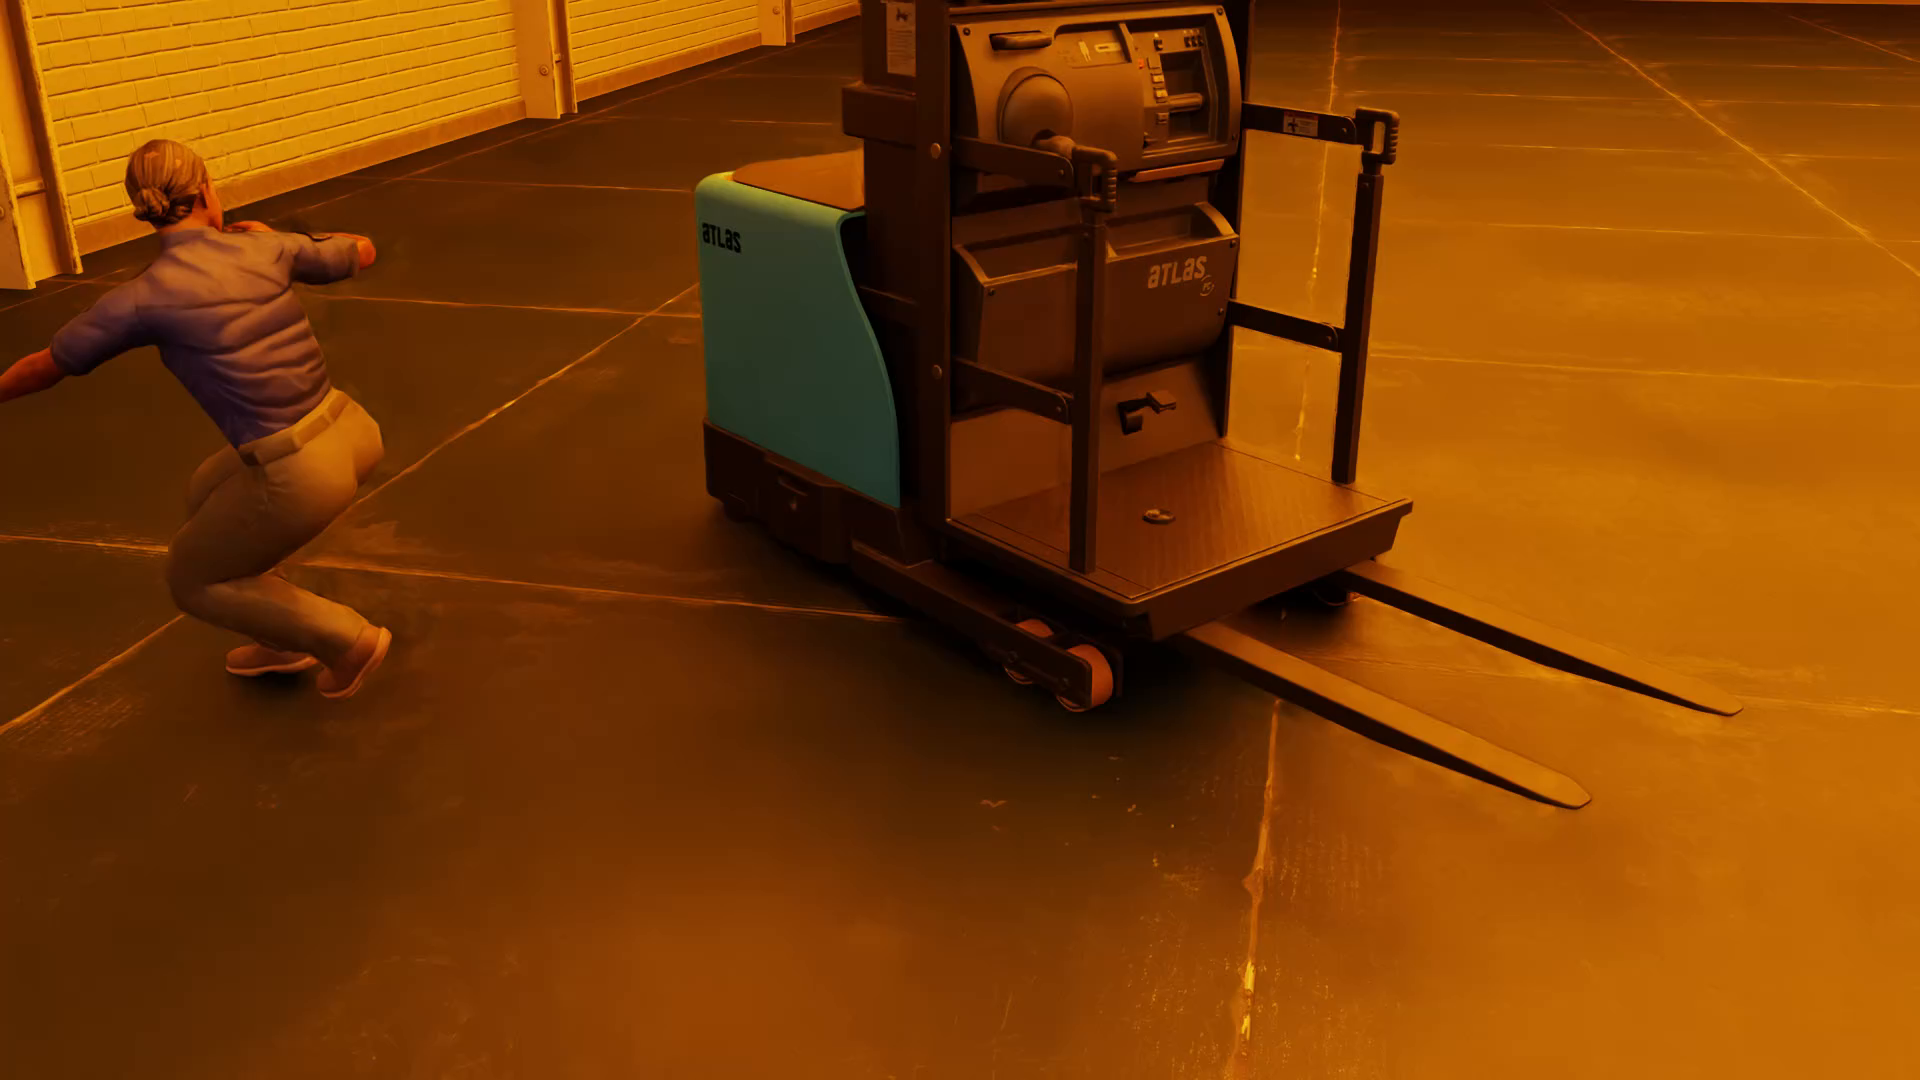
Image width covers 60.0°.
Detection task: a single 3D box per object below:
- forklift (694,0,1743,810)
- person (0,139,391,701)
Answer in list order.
[{"bbox_3d":[0.507,-1.145,4.076,1.130,2.935,3.031,-17,28,-36],"label":"forklift"},{"bbox_3d":[-1.832,-0.274,4.008,0.951,1.385,0.690,5,23,13],"label":"person"}]
